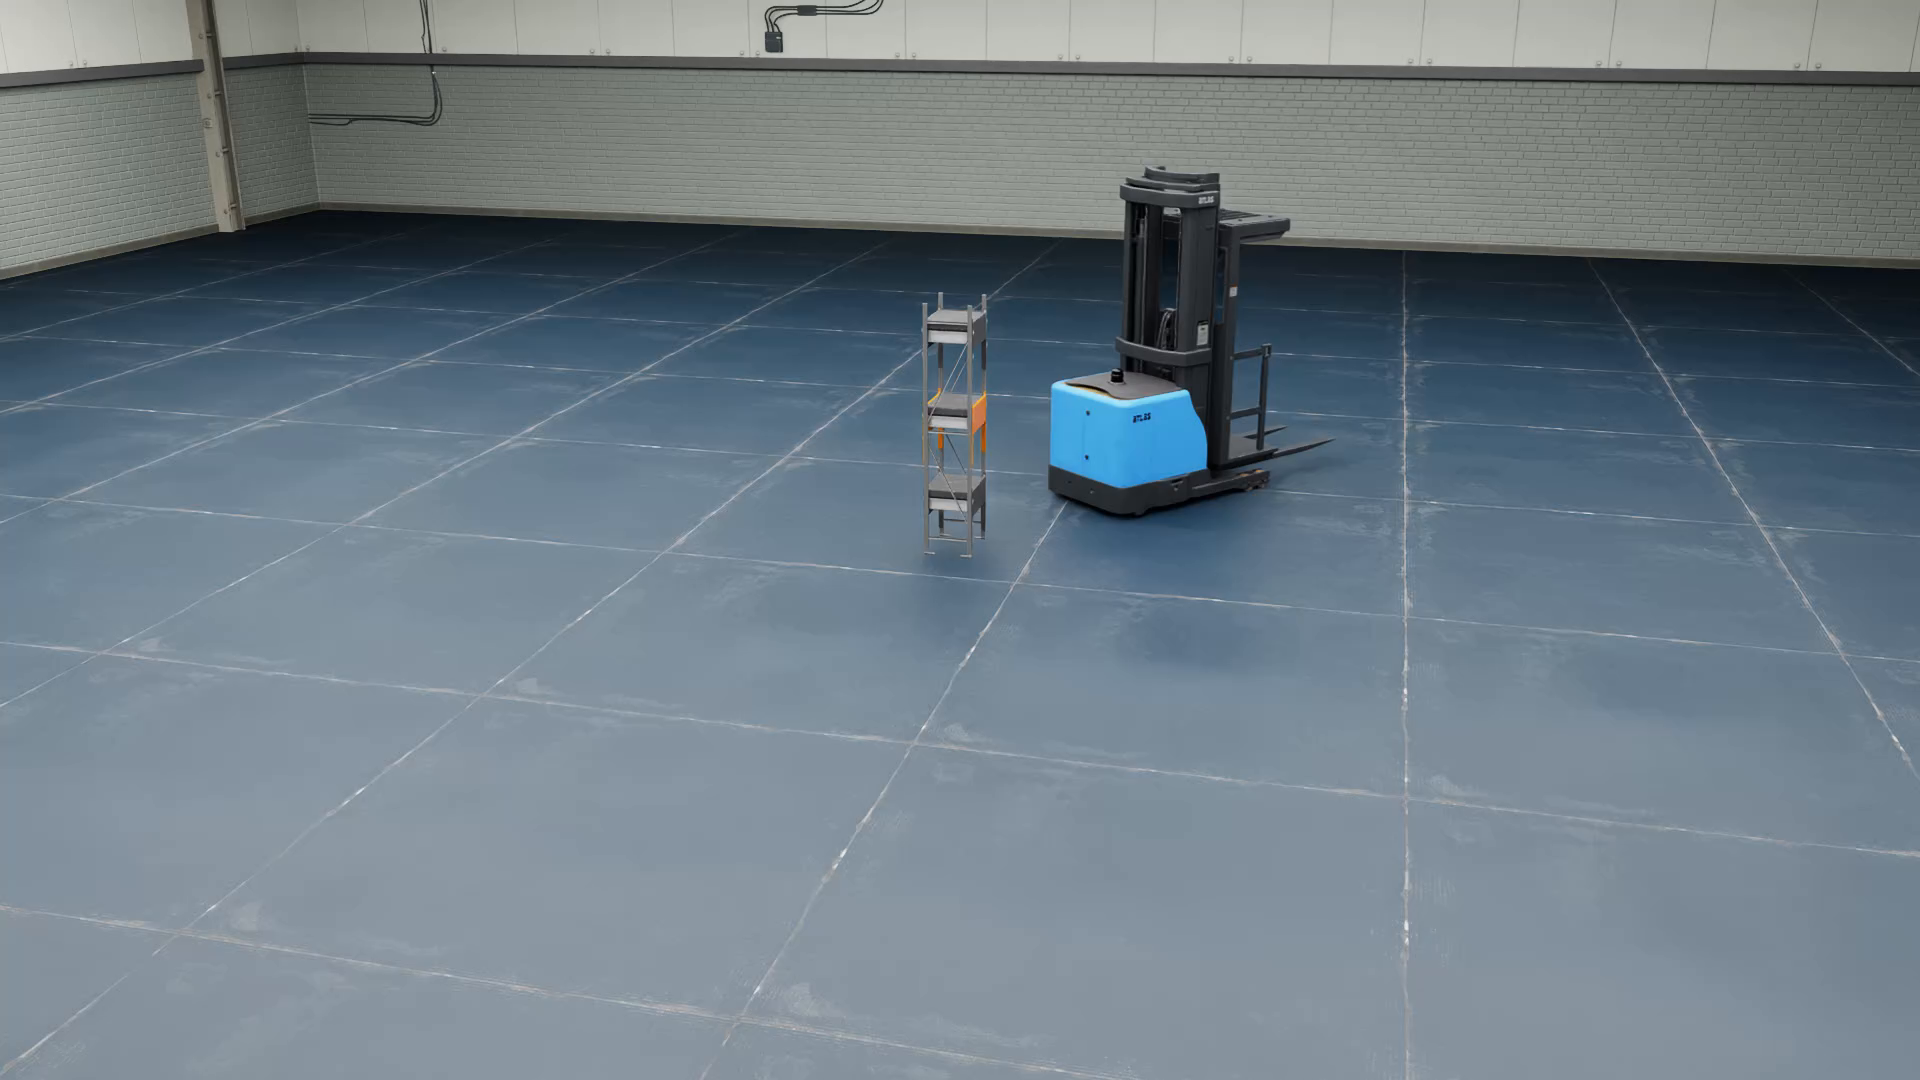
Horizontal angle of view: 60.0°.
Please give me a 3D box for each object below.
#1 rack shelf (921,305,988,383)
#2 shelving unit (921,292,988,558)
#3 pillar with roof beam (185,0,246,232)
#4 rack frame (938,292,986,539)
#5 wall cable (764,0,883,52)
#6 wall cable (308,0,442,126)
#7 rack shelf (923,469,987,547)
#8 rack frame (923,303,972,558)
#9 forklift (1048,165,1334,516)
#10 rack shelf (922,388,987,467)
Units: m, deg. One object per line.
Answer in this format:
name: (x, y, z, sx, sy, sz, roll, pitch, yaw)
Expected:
rack shelf: (-0.040, -1.591, 13.474, 0.431, 0.518, 0.480, 5, 19, 13)
shelving unit: (-0.040, -0.942, 13.696, 0.431, 2.100, 0.503, 5, 19, 13)
pillar with roof beam: (-9.481, -9.726, 28.741, 9.100, 9.000, 0.400, 5, 19, 13)
rack frame: (0.019, -1.018, 13.920, 0.400, 2.100, 0.015, 5, 19, 13)
wall cable: (-2.452, -11.740, 29.374, 2.305, 6.003, 0.169, 5, 19, 13)
wall cable: (-11.654, -9.416, 32.636, 3.097, 2.526, 0.112, 5, 19, 13)
rack shelf: (-0.040, -0.266, 13.927, 0.431, 0.518, 0.480, 5, 19, 13)
rack frame: (-0.100, -0.865, 13.472, 0.400, 2.100, 0.015, 5, 19, 13)
forklift: (2.293, -1.964, 15.403, 3.031, 2.935, 1.130, -14, 23, -35)
rack shelf: (-0.040, -0.929, 13.701, 0.431, 0.518, 0.480, 5, 19, 13)
